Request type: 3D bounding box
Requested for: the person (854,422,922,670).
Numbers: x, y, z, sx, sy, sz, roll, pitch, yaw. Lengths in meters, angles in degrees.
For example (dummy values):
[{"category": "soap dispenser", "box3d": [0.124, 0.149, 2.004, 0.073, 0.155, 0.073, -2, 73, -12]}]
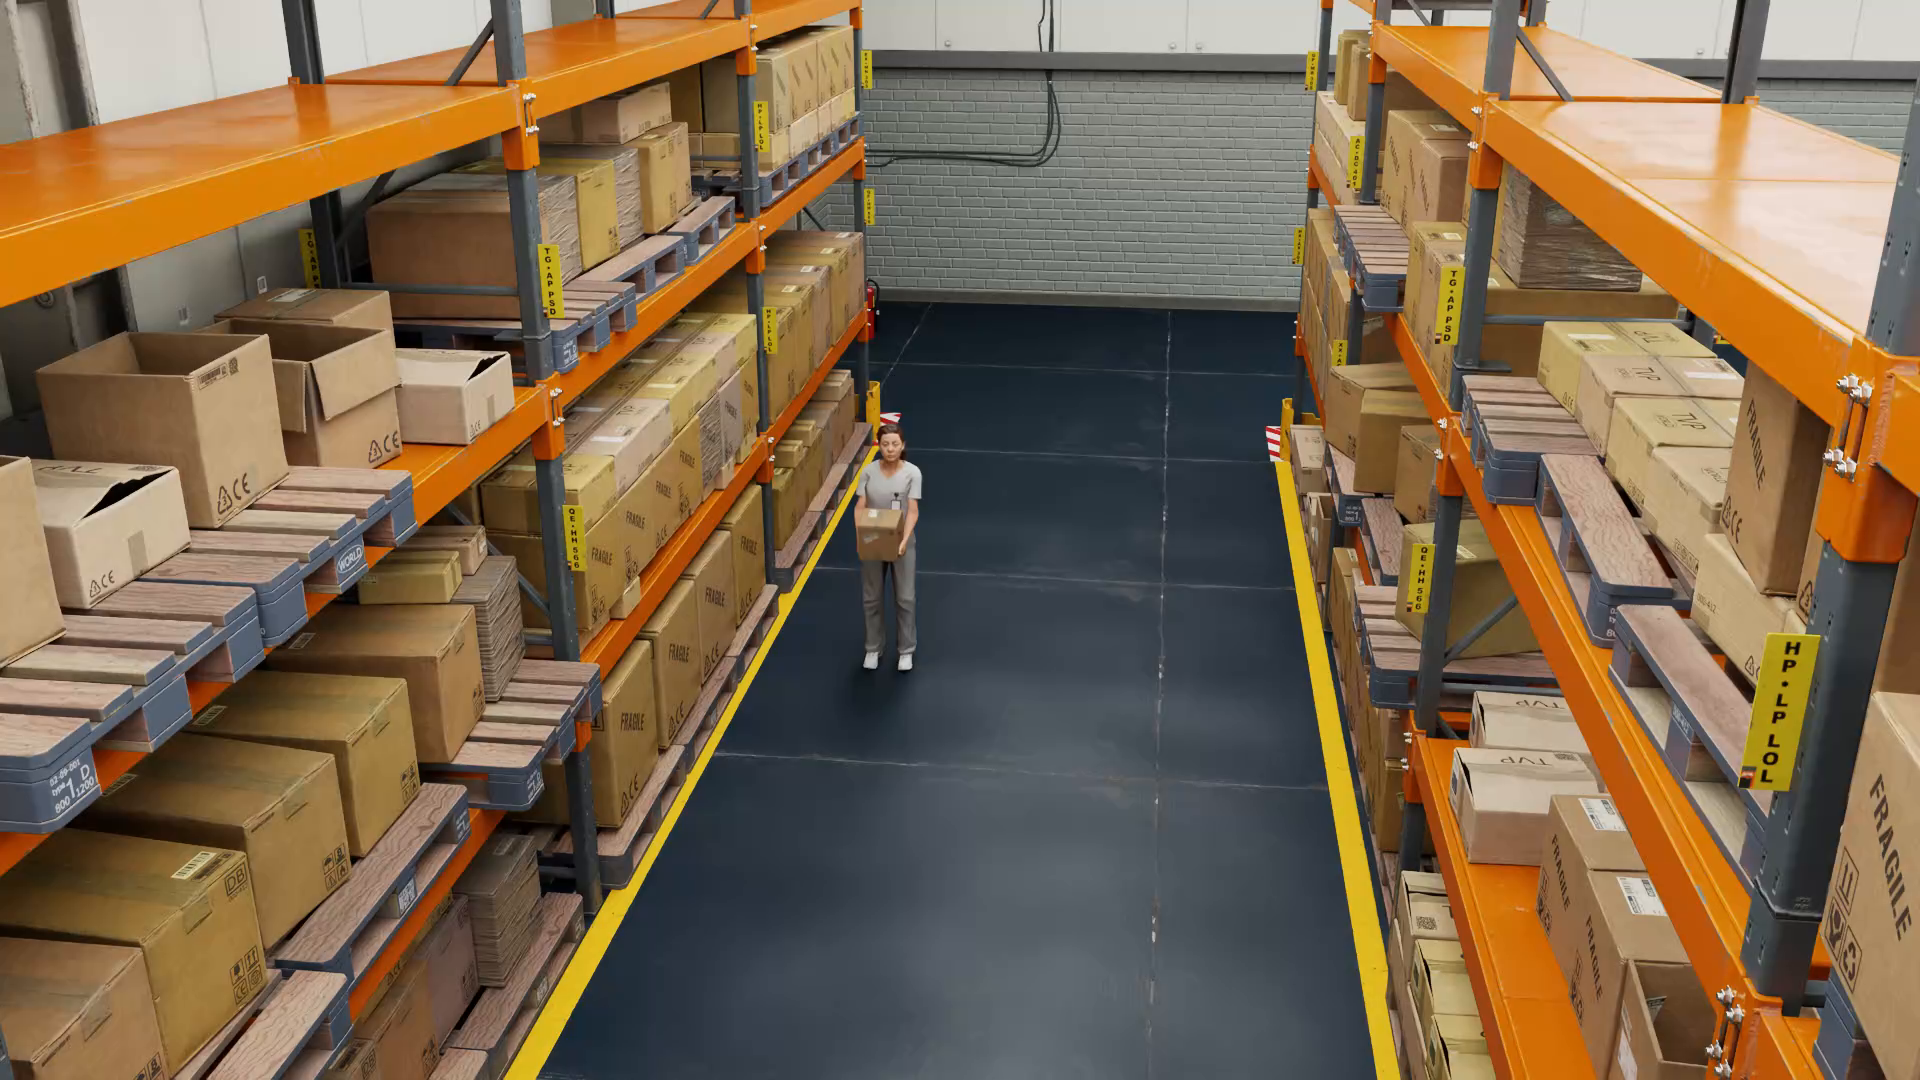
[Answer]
[{"category": "person", "box3d": [-0.477, 0.068, 10.929, 0.436, 1.664, 0.558, 3, 21, 7]}]
